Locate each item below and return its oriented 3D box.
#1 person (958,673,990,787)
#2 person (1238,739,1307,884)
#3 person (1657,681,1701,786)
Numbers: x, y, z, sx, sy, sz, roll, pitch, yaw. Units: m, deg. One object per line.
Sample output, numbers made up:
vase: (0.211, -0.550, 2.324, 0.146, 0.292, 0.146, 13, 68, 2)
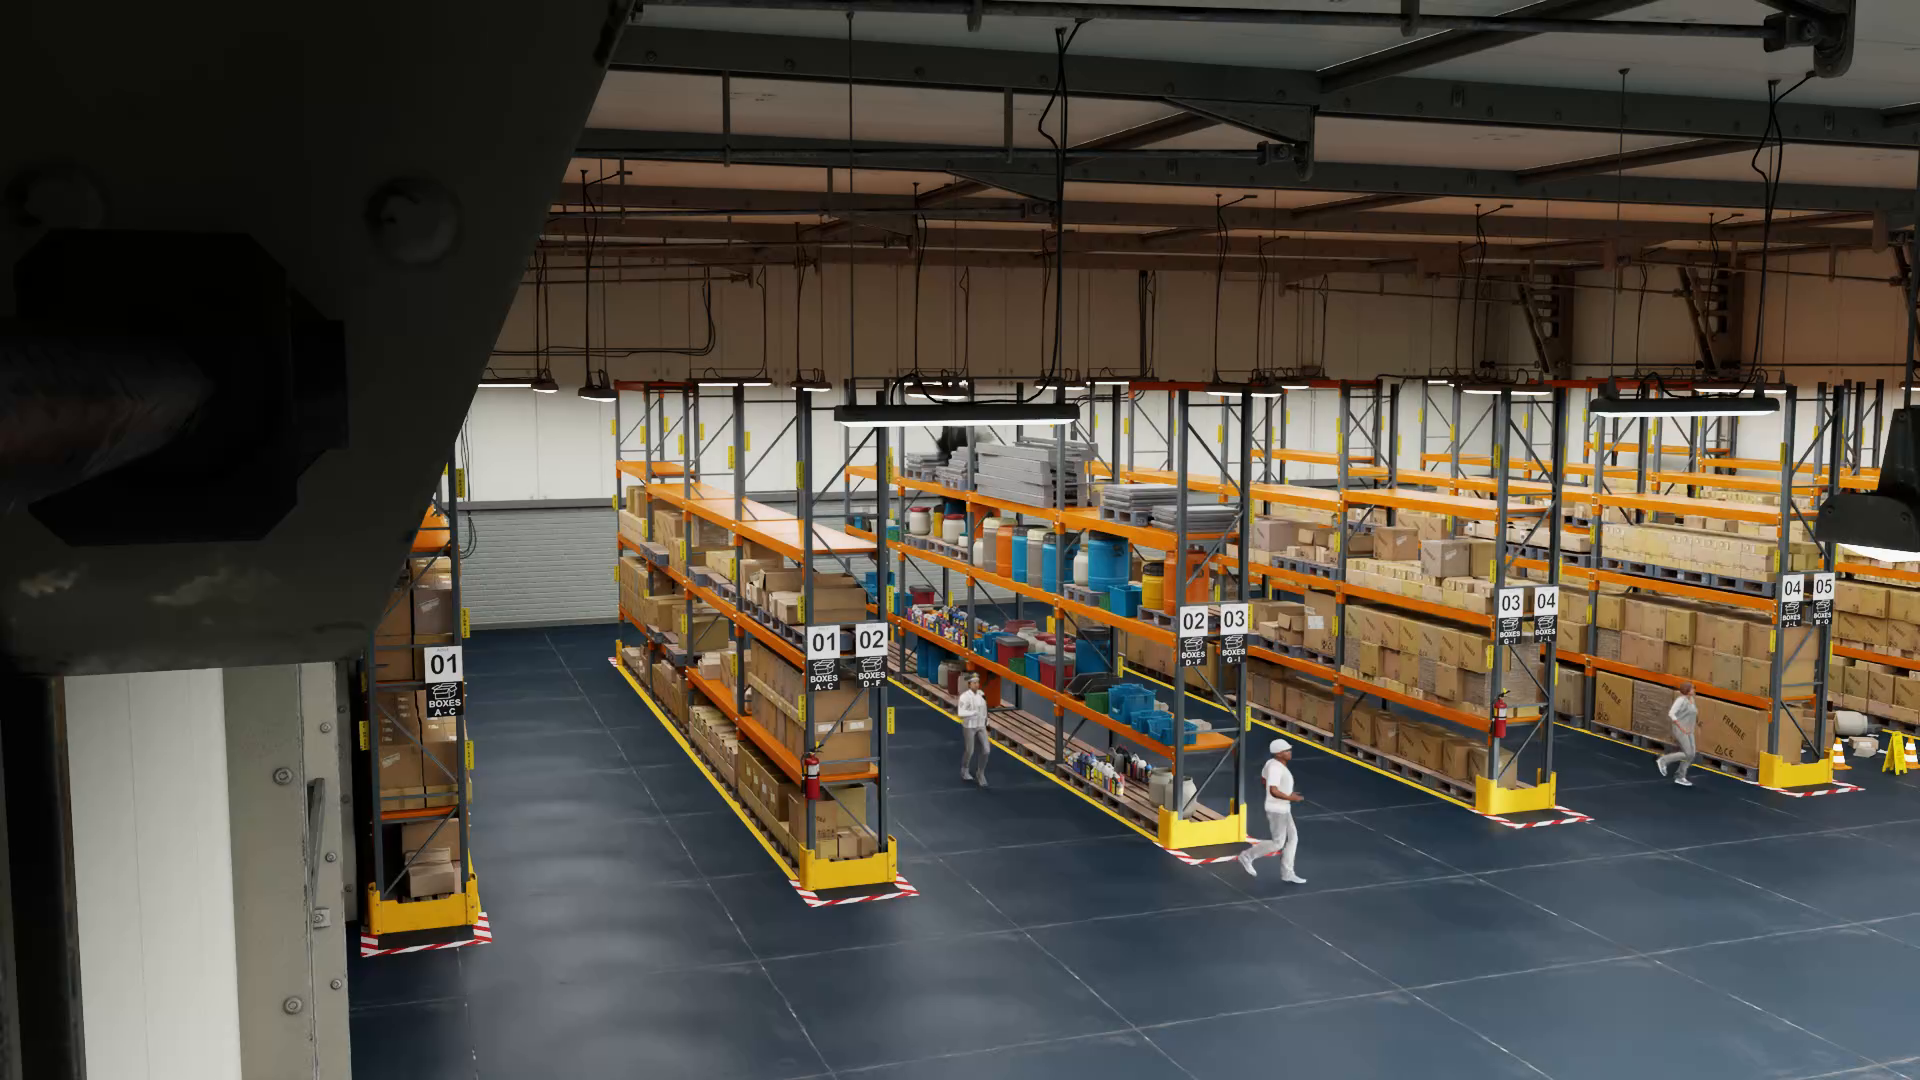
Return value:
person: (0.232, 2.850, 25.026, 0.592, 1.734, 0.684, -3, 7, -26)
person: (3.850, 3.316, 20.412, 0.837, 1.761, 0.710, 1, 6, 12)
person: (10.928, 2.903, 25.186, 0.569, 1.546, 0.538, -5, 8, -41)
